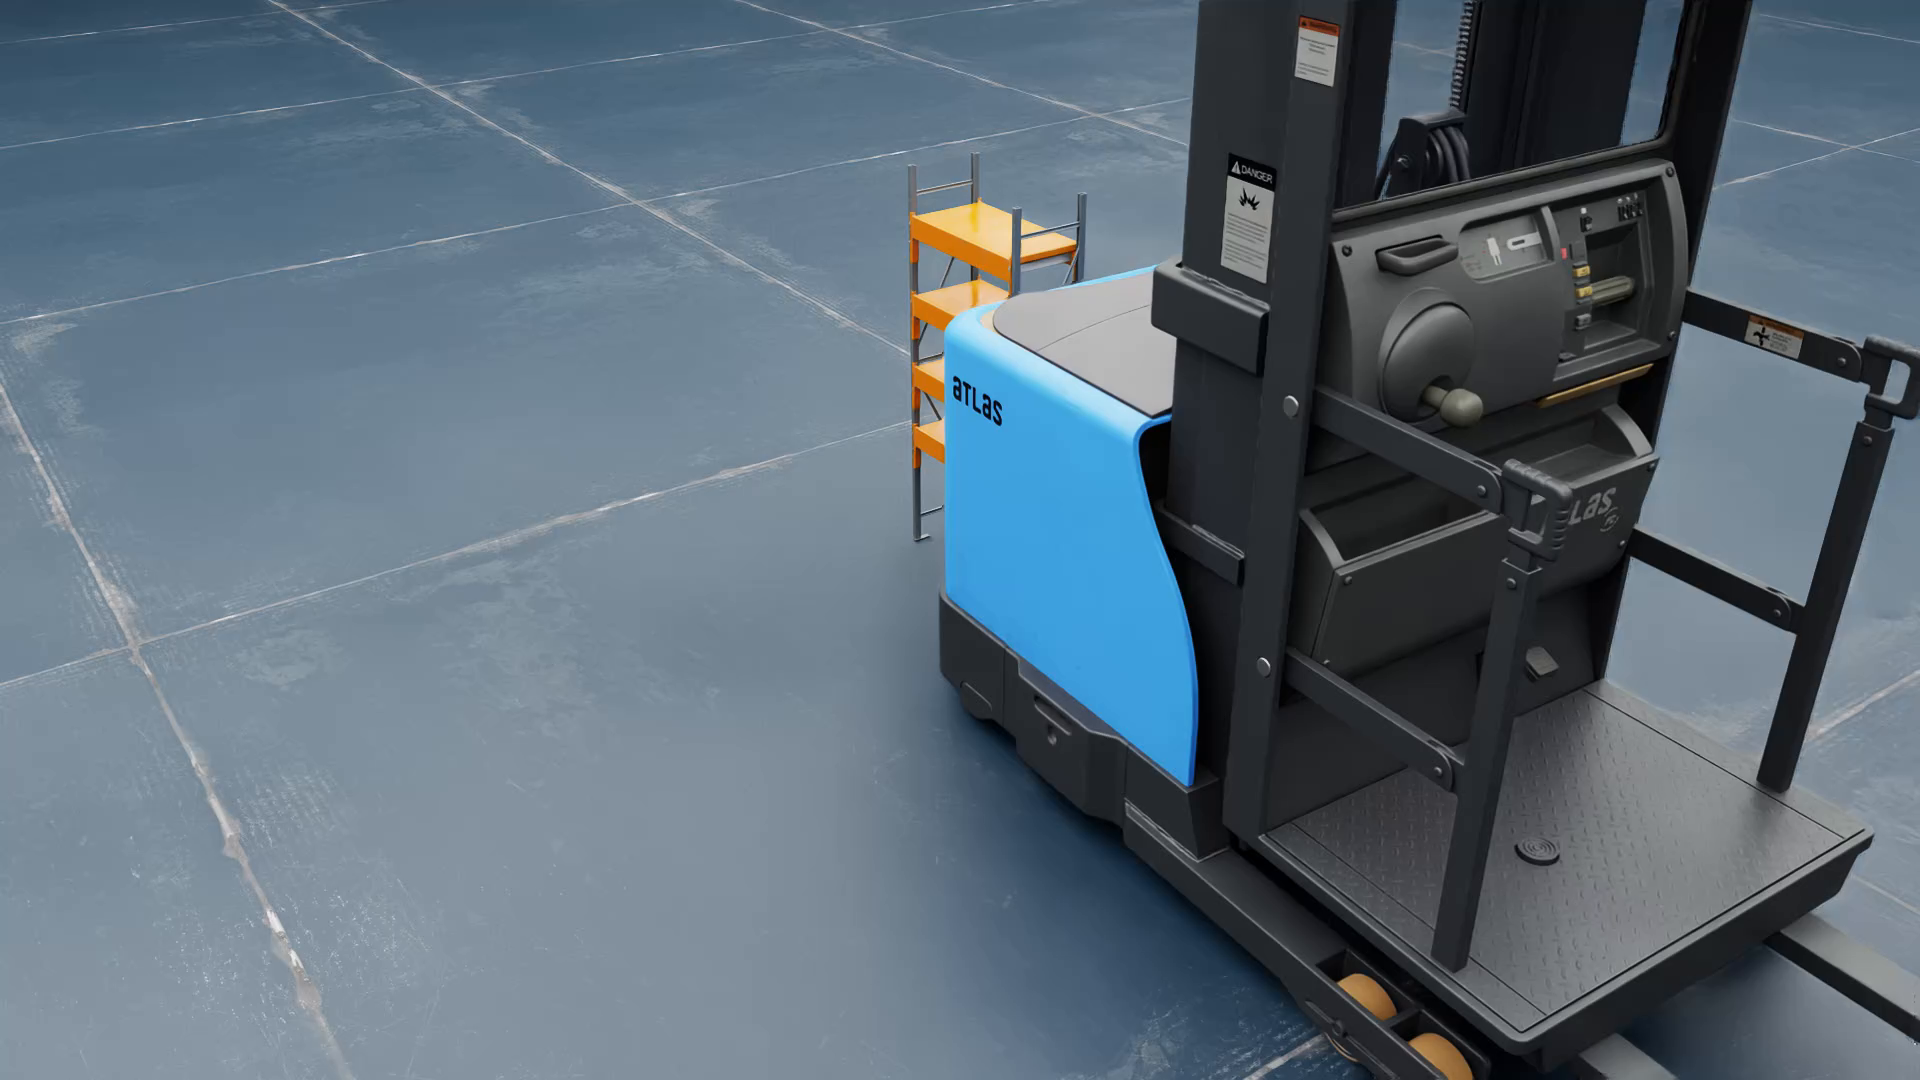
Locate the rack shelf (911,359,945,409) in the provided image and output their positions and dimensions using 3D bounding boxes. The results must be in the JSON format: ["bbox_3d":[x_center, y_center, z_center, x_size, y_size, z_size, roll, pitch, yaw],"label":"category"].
[{"bbox_3d":[0.096,-0.404,4.877,0.258,0.148,0.480,-19,34,-31],"label":"rack shelf"}]

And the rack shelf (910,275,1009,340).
[{"bbox_3d":[0.096,-0.600,4.771,0.258,0.148,0.480,-19,34,-31],"label":"rack shelf"}]

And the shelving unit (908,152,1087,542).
[{"bbox_3d":[0.096,-0.463,4.845,0.258,1.200,0.503,-19,34,-31],"label":"shelving unit"}]

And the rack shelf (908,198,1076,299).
[{"bbox_3d":[0.096,-0.808,4.658,0.258,0.148,0.480,-19,34,-31],"label":"rack shelf"}]

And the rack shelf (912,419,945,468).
[{"bbox_3d":[0.096,-0.229,4.972,0.258,0.148,0.480,-19,34,-31],"label":"rack shelf"}]

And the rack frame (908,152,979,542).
[{"bbox_3d":[-0.046,-0.558,5.020,0.240,1.200,0.015,-19,34,-31],"label":"rack frame"}]

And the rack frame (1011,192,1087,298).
[{"bbox_3d":[0.238,-0.368,4.670,0.240,1.200,0.015,-19,34,-31],"label":"rack frame"}]

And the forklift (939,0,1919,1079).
[{"bbox_3d":[1.169,-0.428,2.968,1.130,2.935,3.031,-17,33,-29],"label":"forklift"}]
